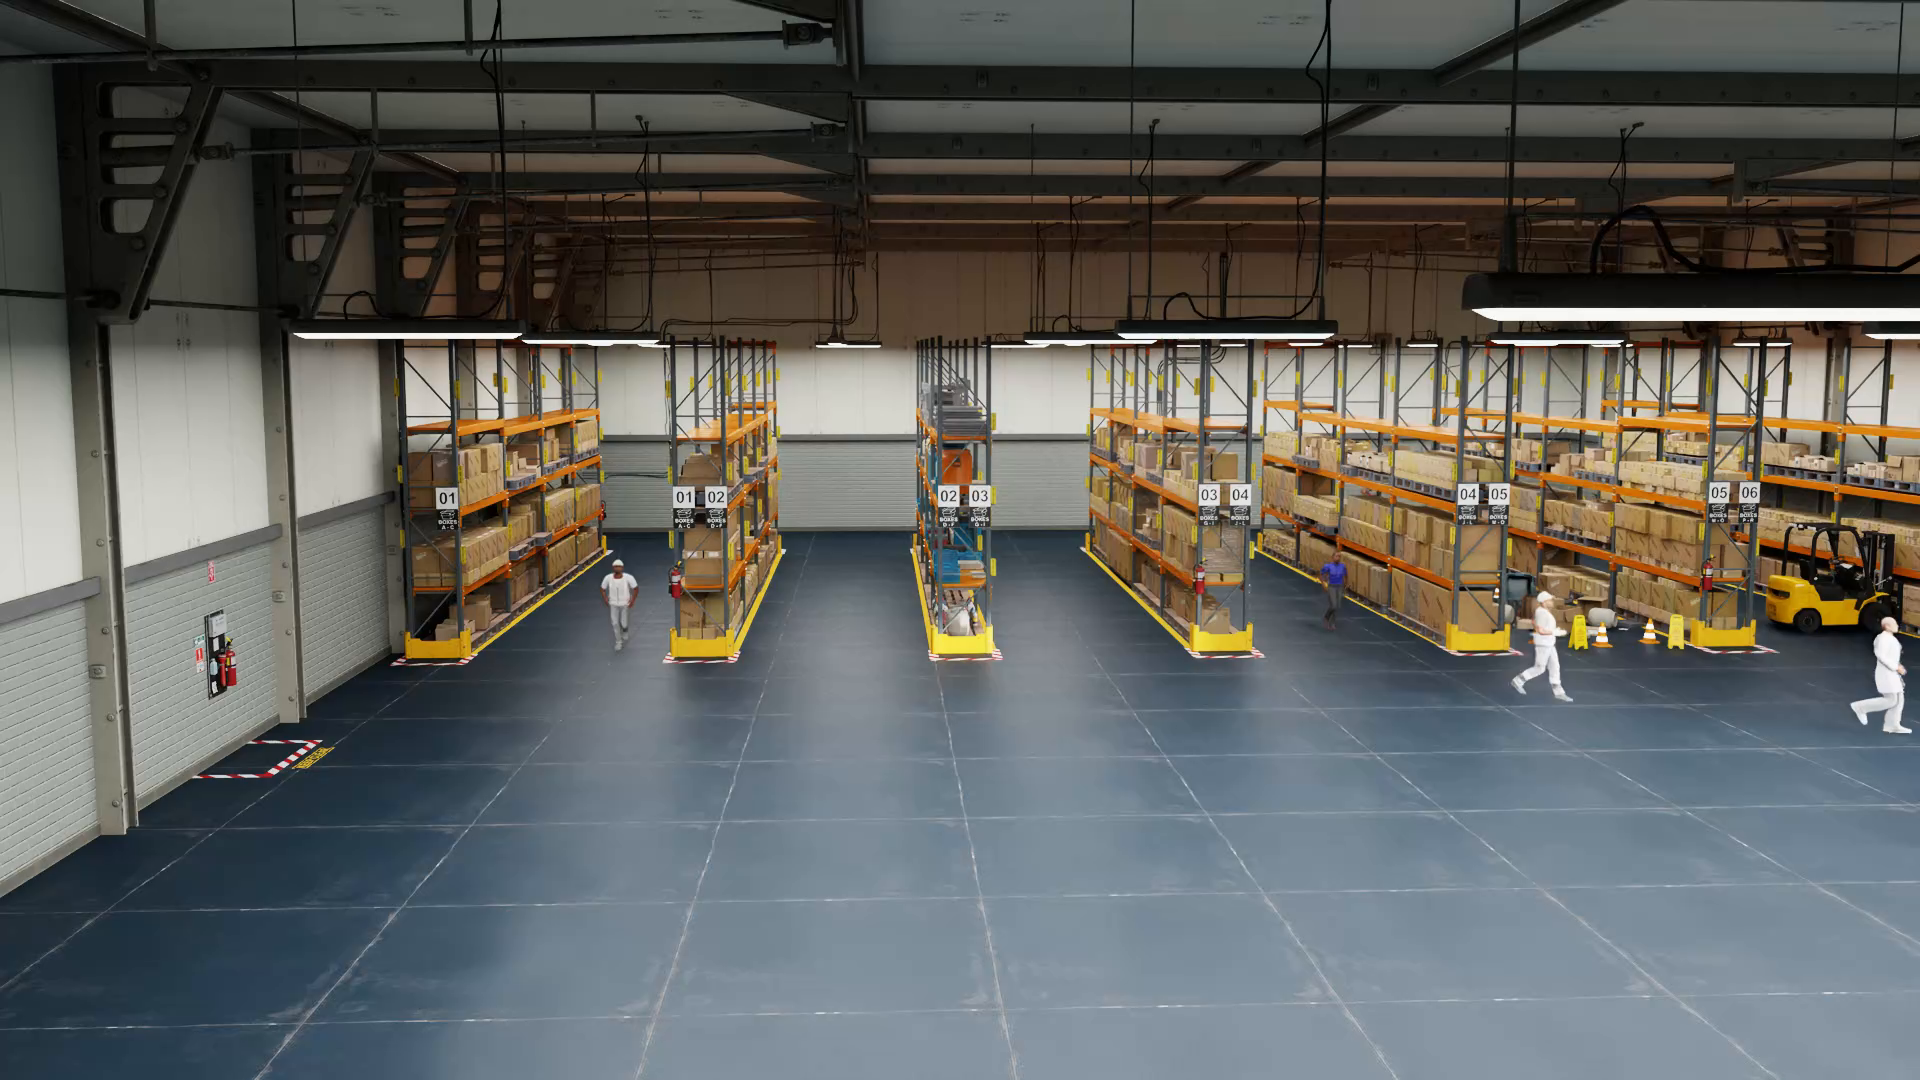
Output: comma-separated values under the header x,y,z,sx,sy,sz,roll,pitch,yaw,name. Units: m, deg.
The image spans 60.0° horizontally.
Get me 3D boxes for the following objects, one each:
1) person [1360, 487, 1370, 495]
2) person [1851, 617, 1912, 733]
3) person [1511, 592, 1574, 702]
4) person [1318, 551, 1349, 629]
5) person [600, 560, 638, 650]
x,y,z,sx,sy,sz,roll,pitch,yaw,name
12.094,-0.727,49.378,0.929,1.786,0.672,0,6,3,person
13.879,2.124,24.993,0.820,1.538,0.702,4,7,29,person
9.537,1.732,27.166,0.987,1.786,0.656,4,7,29,person
7.716,1.042,34.121,0.585,1.626,0.582,-2,7,-15,person
-6.572,1.228,32.094,0.726,1.720,0.641,-1,7,-6,person
